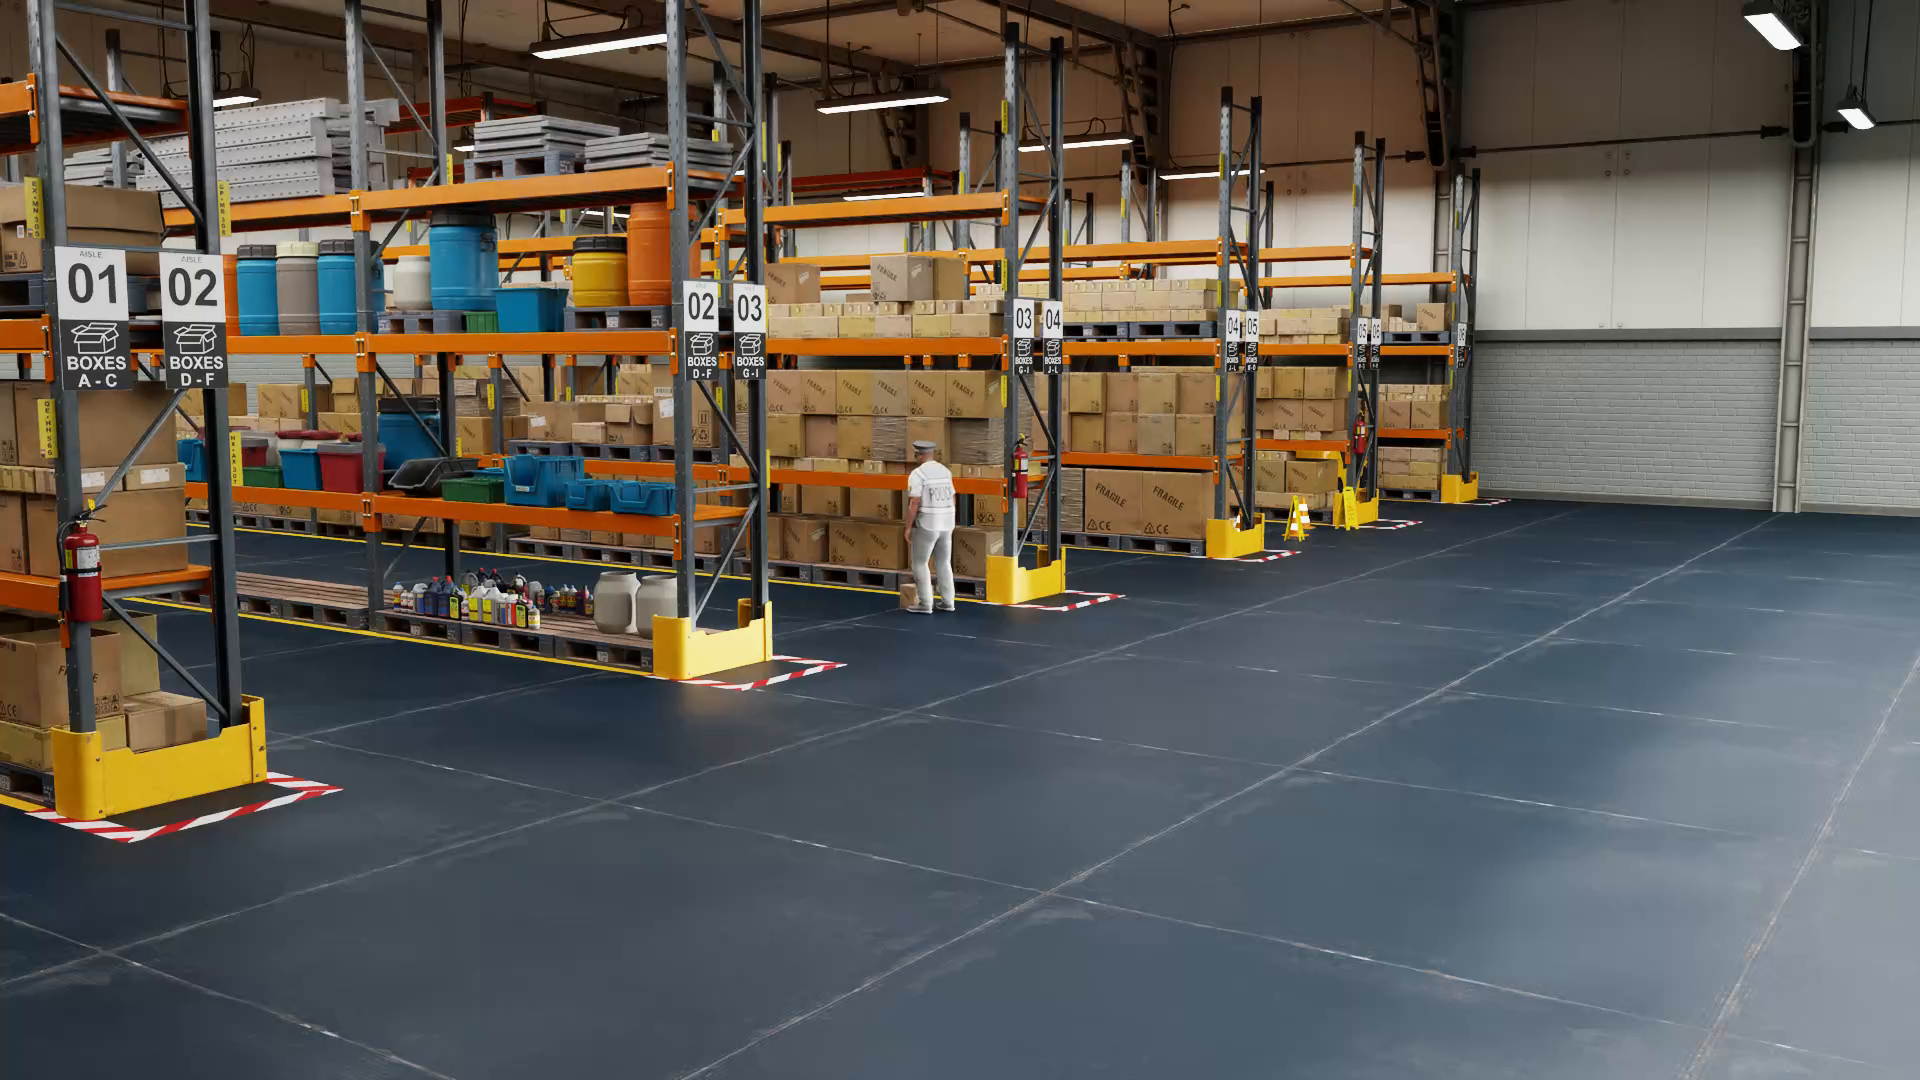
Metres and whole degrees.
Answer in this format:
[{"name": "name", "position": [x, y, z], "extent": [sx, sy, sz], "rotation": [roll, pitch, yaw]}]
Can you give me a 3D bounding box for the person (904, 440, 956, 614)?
[{"name": "person", "position": [-0.288, -0.132, 16.912], "extent": [0.605, 1.751, 0.428], "rotation": [-5, 8, -38]}]
